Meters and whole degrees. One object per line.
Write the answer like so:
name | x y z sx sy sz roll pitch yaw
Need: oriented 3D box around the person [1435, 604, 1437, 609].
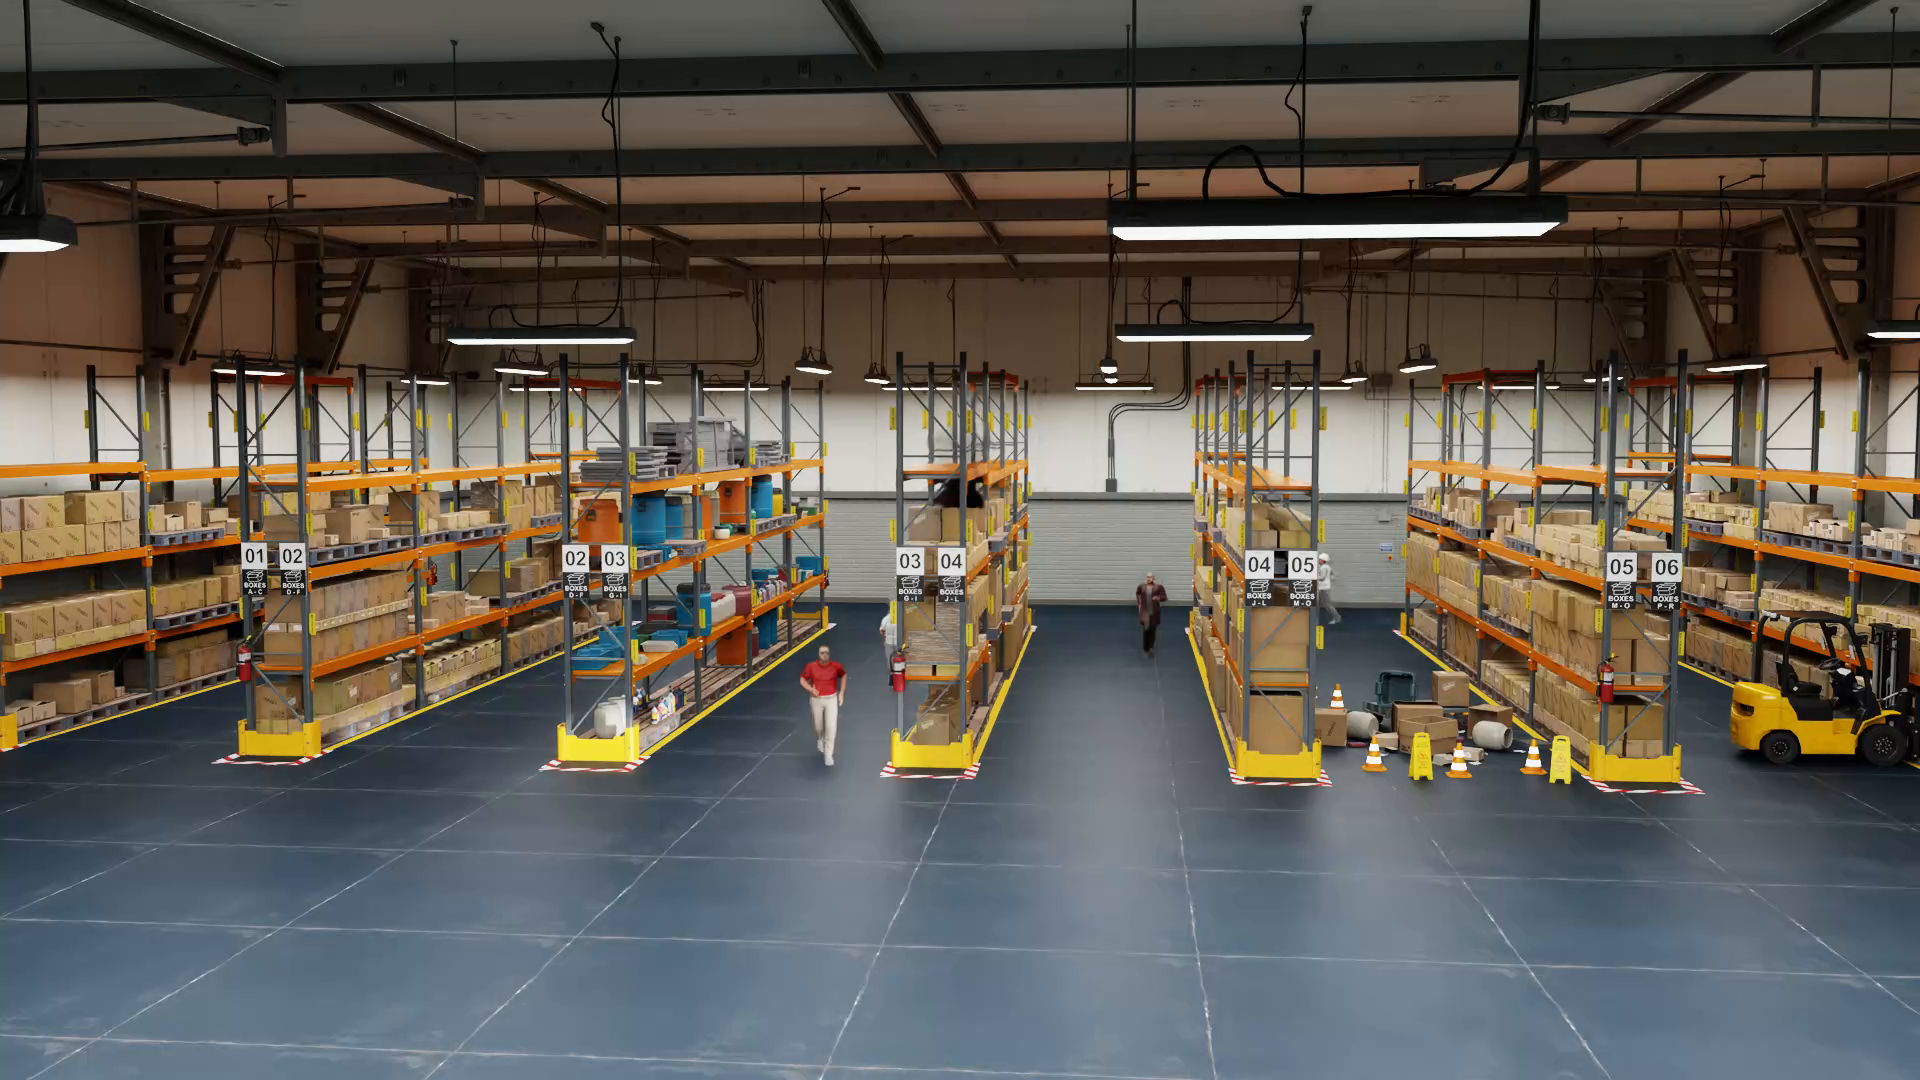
person | 11.673 1.312 40.140 0.682 1.656 0.837 -4 6 -43

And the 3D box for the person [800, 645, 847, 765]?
person | -2.015 2.417 24.616 0.701 1.737 0.851 0 4 -7

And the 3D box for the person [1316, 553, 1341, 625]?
person | 8.899 1.245 40.544 0.804 1.834 0.630 1 4 14

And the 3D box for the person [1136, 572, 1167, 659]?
person | 4.086 1.605 35.494 0.668 1.854 0.864 0 4 7

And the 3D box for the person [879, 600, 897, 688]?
person | -1.238 1.956 31.206 0.571 1.653 0.572 0 4 2
